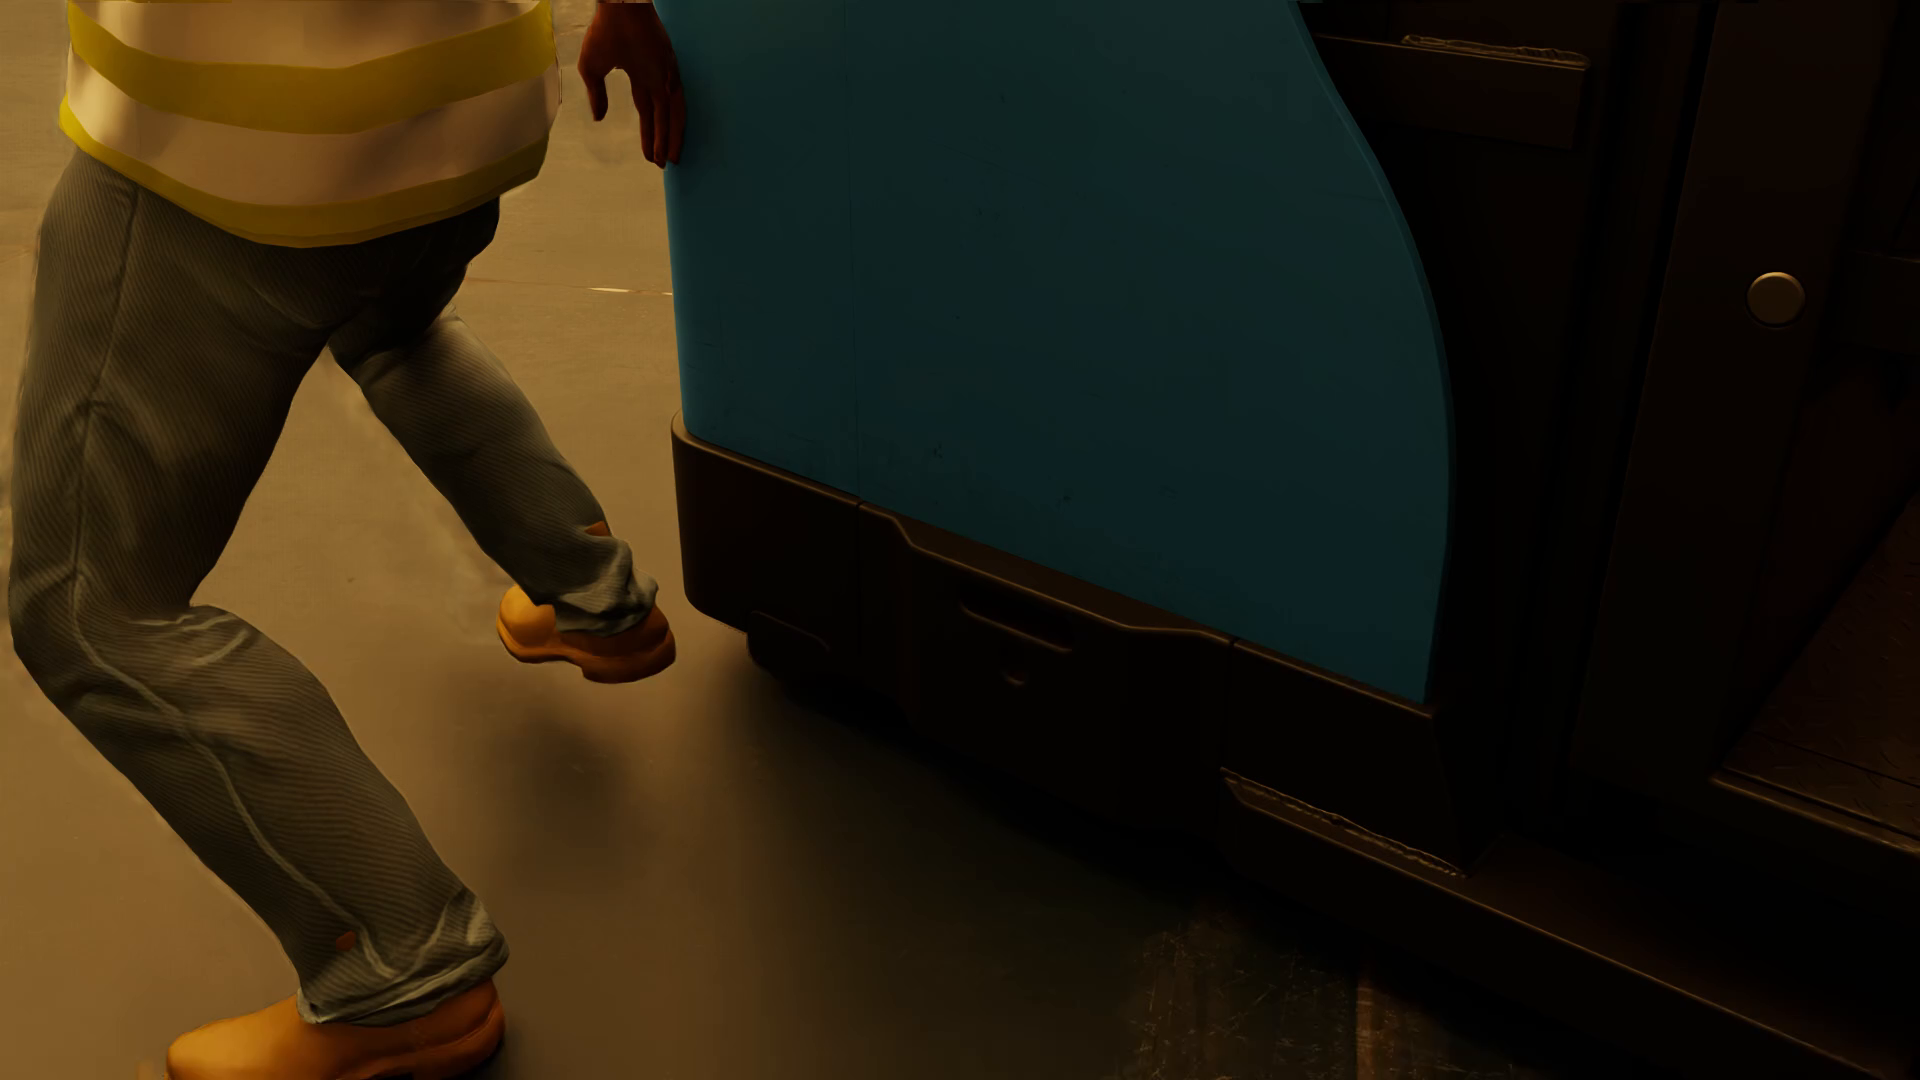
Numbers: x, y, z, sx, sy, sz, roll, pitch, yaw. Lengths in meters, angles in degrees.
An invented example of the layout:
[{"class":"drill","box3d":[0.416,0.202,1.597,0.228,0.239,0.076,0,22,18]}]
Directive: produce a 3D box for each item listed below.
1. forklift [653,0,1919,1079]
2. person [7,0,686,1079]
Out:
[{"class":"forklift","box3d":[1.095,-0.929,1.088,3.031,2.935,1.130,20,33,34]},{"class":"person","box3d":[-0.598,-0.388,1.464,0.601,1.657,0.987,14,30,26]}]
